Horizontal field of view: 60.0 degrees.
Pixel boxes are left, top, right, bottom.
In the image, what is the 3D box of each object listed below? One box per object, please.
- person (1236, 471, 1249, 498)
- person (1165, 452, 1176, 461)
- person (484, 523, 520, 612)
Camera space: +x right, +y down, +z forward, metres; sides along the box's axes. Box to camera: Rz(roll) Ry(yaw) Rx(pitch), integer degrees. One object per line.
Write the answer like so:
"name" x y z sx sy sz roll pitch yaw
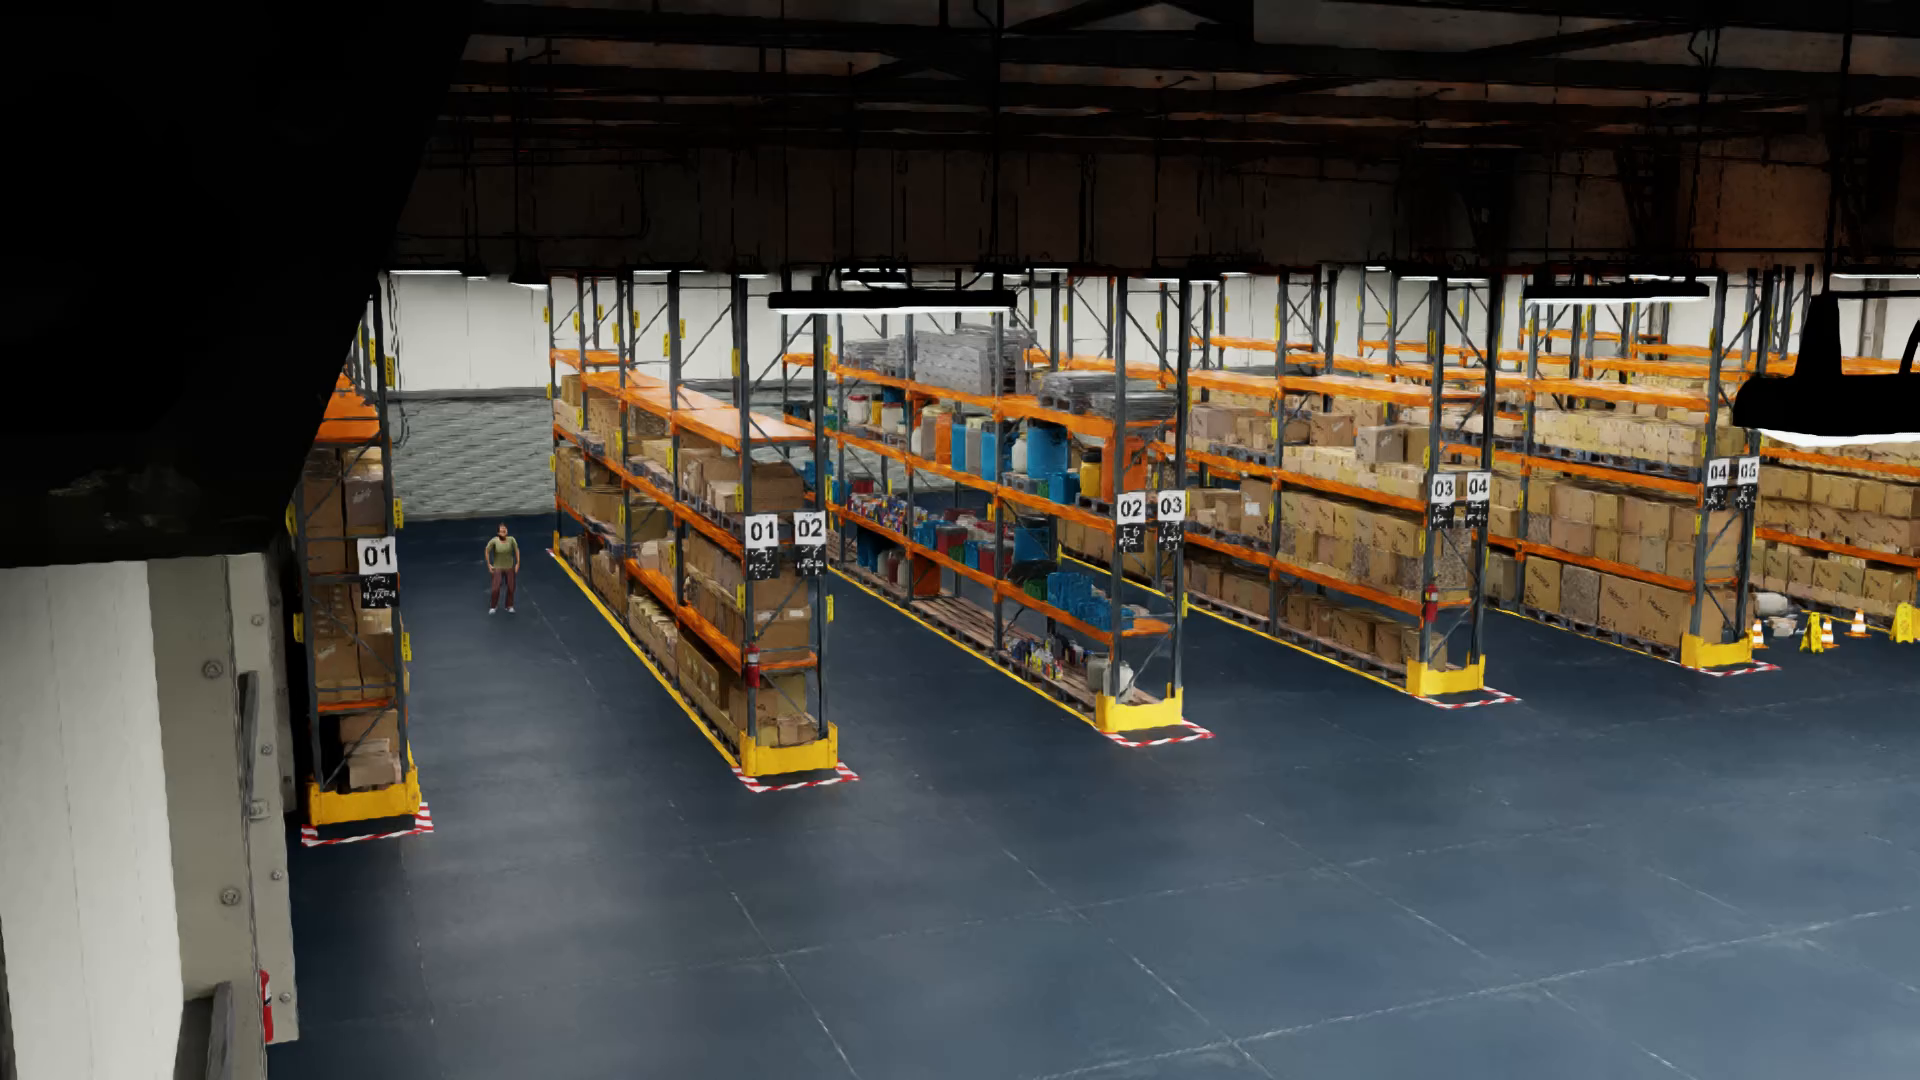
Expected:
"person" 6.036 -0.649 35.512 0.570 1.654 0.601 0 10 -2
"person" 5.240 -1.697 41.322 0.560 1.765 0.590 5 11 28
"person" -8.039 0.484 29.246 0.598 1.619 0.507 -4 11 -23
